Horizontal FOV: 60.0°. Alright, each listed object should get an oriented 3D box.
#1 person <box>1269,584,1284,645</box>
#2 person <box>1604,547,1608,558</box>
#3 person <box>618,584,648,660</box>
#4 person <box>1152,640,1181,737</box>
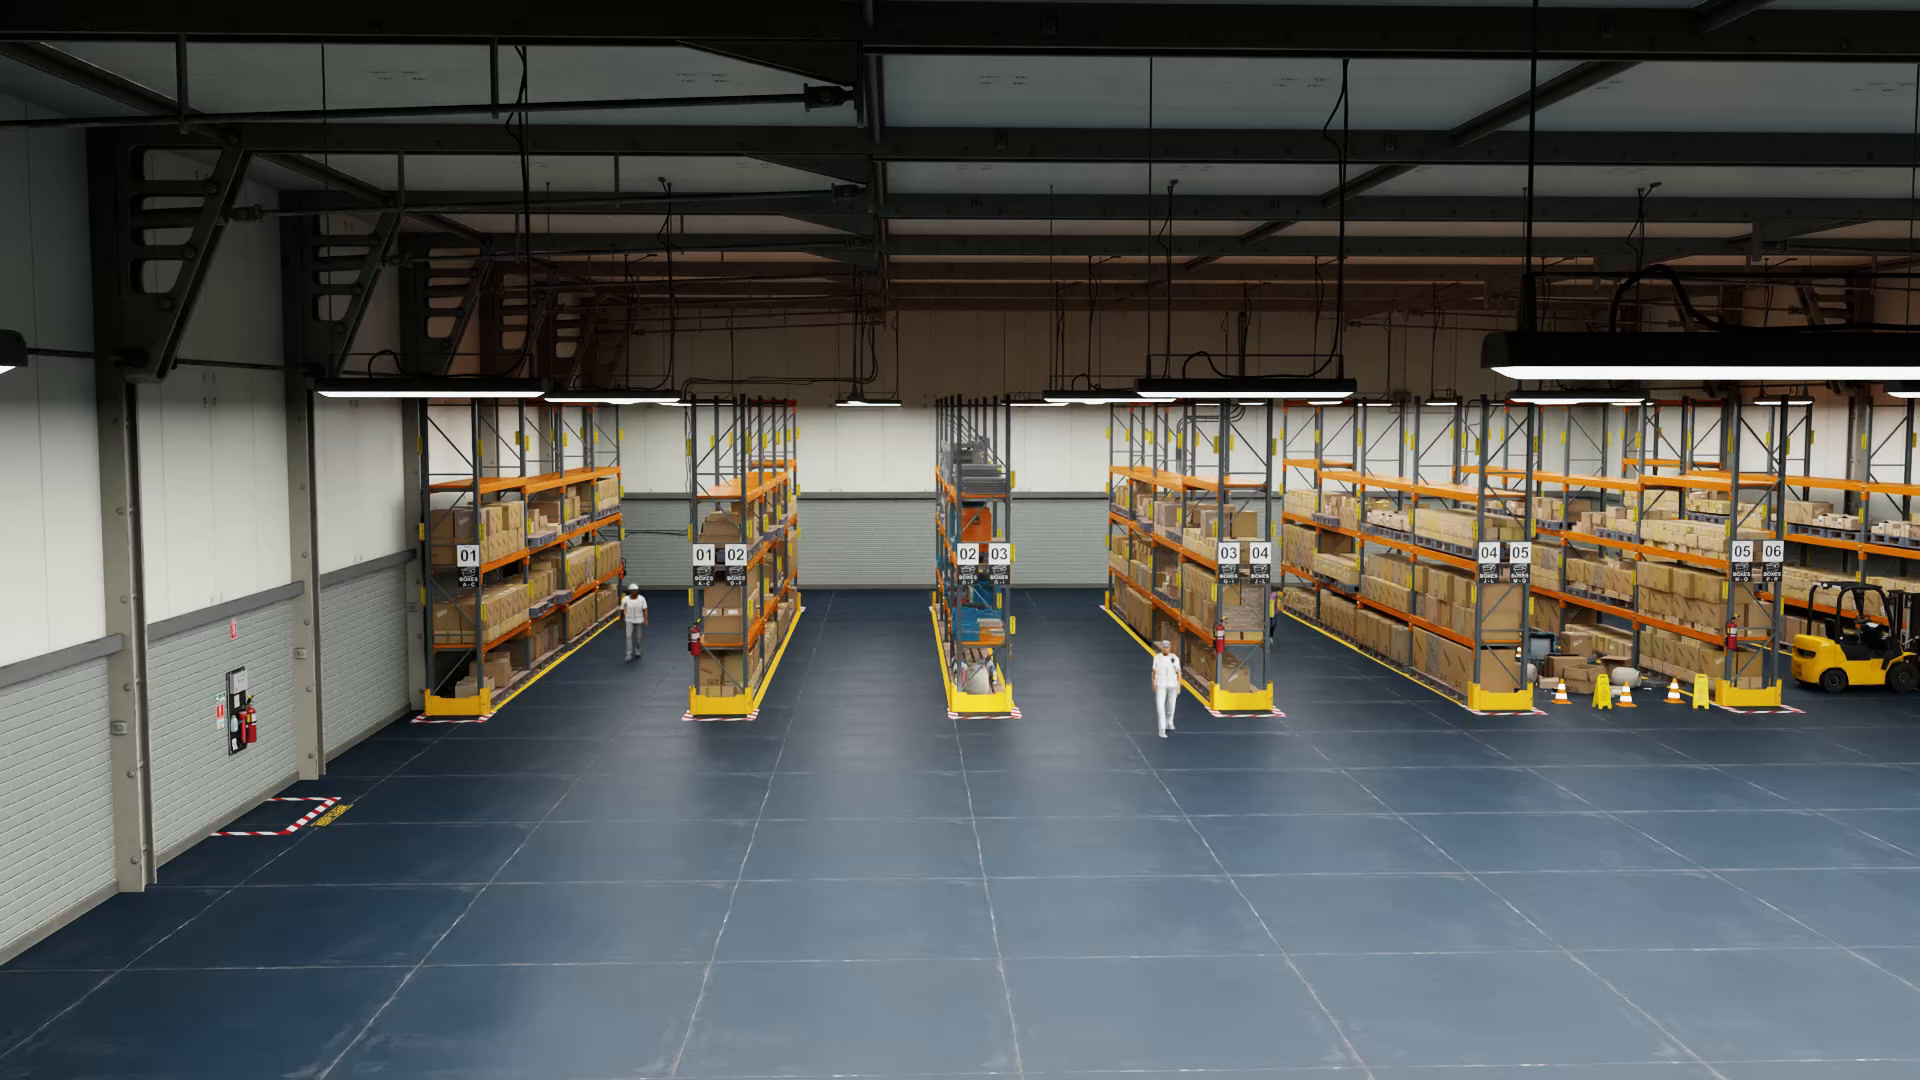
[{"bbox_3d":[7.521,1.787,40.172,0.593,1.515,0.788,1,5,9],"label":"person"},{"bbox_3d":[19.067,1.002,49.286,0.663,1.655,0.459,0,5,-4],"label":"person"},{"bbox_3d":[-7.462,1.851,37.974,0.669,1.695,1.066,-1,5,-11],"label":"person"},{"bbox_3d":[3.657,2.589,29.356,0.500,1.645,0.853,0,4,2],"label":"person"}]
